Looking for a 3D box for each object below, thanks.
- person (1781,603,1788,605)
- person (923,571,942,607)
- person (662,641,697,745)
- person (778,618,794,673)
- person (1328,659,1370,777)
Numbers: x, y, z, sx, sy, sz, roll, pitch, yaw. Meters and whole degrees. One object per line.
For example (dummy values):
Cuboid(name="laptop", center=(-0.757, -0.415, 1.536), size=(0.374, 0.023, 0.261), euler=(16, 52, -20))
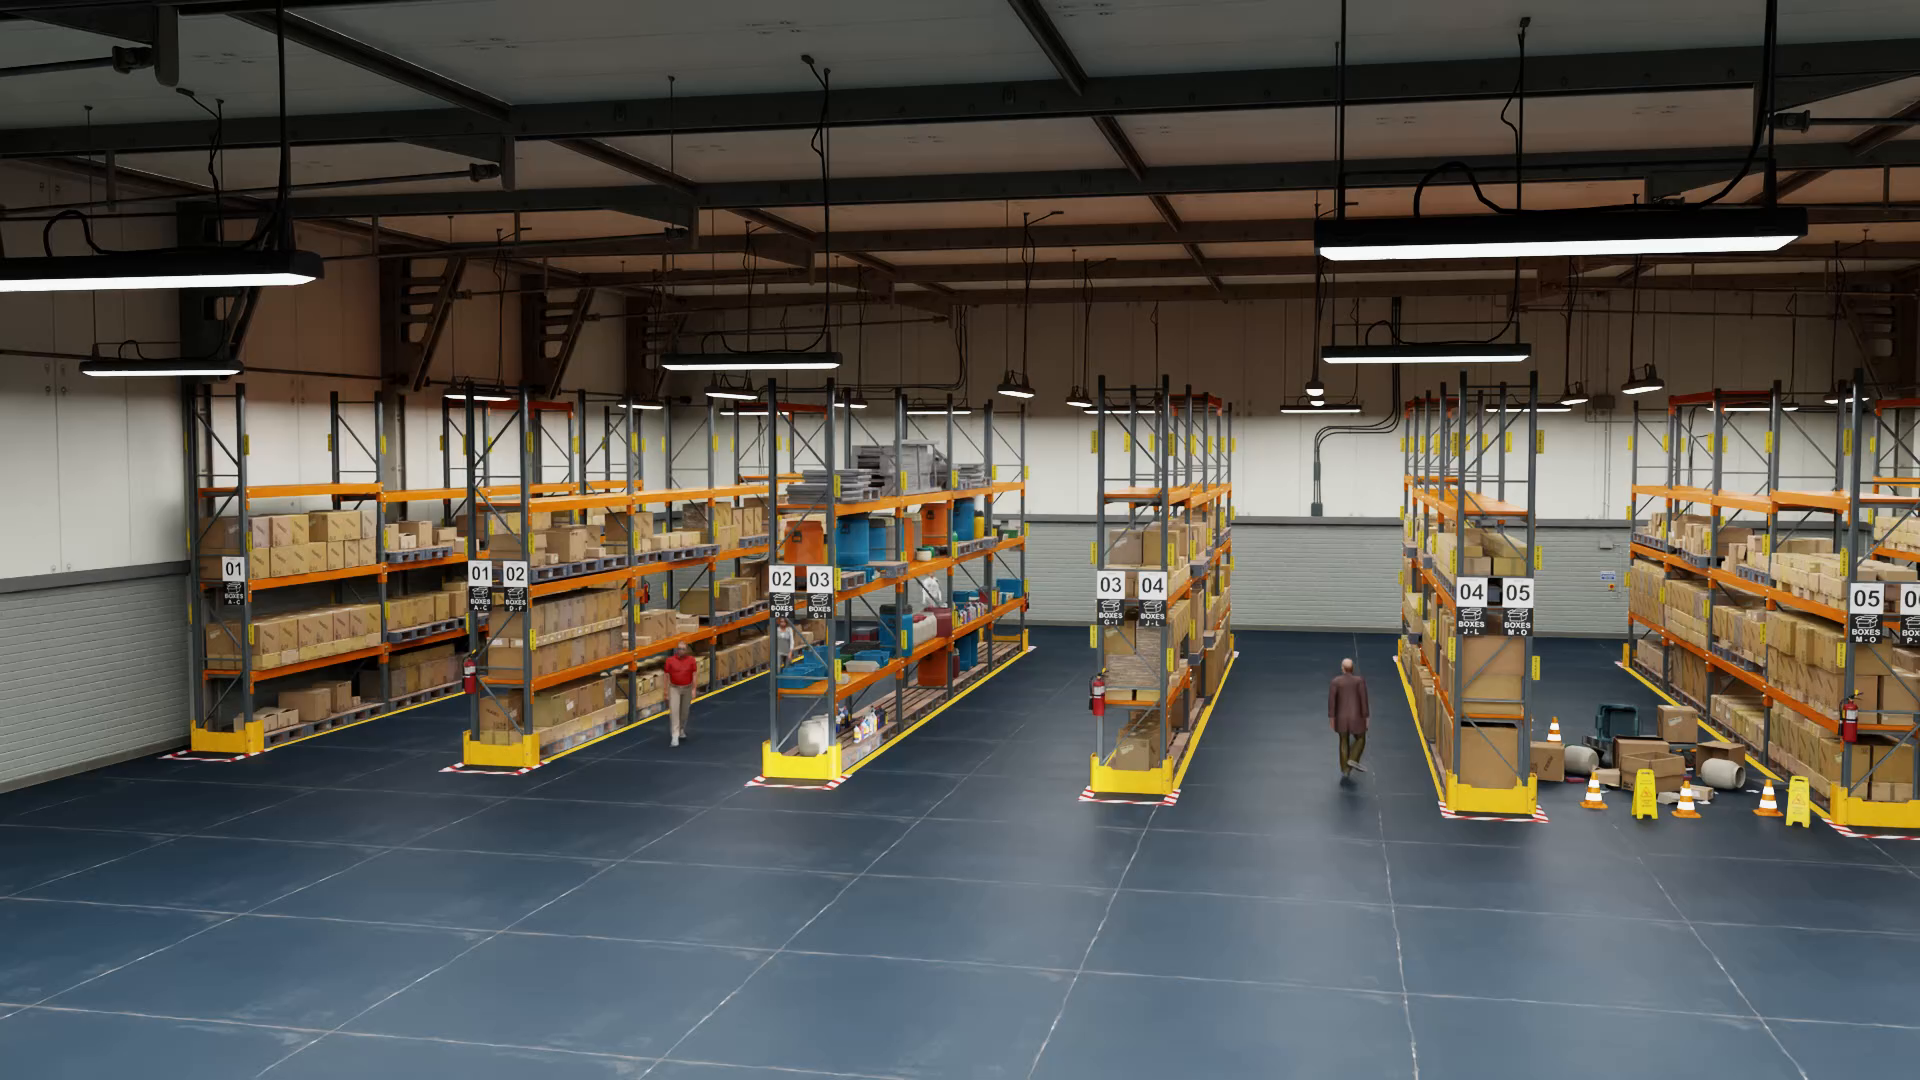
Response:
Cuboid(name="person", center=(18.316, 2.054, 36.750), size=(0.888, 1.576, 0.428), euler=(3, 4, 40))
Cuboid(name="person", center=(-0.784, 1.565, 45.478), size=(0.890, 1.650, 0.466), euler=(2, 4, 36))
Cuboid(name="person", center=(-4.693, 2.538, 27.952), size=(0.571, 1.681, 0.946), euler=(-2, 4, -25))
Cuboid(name="person", center=(-3.559, 2.313, 33.448), size=(0.442, 1.506, 0.971), euler=(-1, 3, -10))
Cuboid(name="person", center=(5.853, 2.678, 25.037), size=(0.618, 1.771, 0.571), euler=(1, 4, 23))
